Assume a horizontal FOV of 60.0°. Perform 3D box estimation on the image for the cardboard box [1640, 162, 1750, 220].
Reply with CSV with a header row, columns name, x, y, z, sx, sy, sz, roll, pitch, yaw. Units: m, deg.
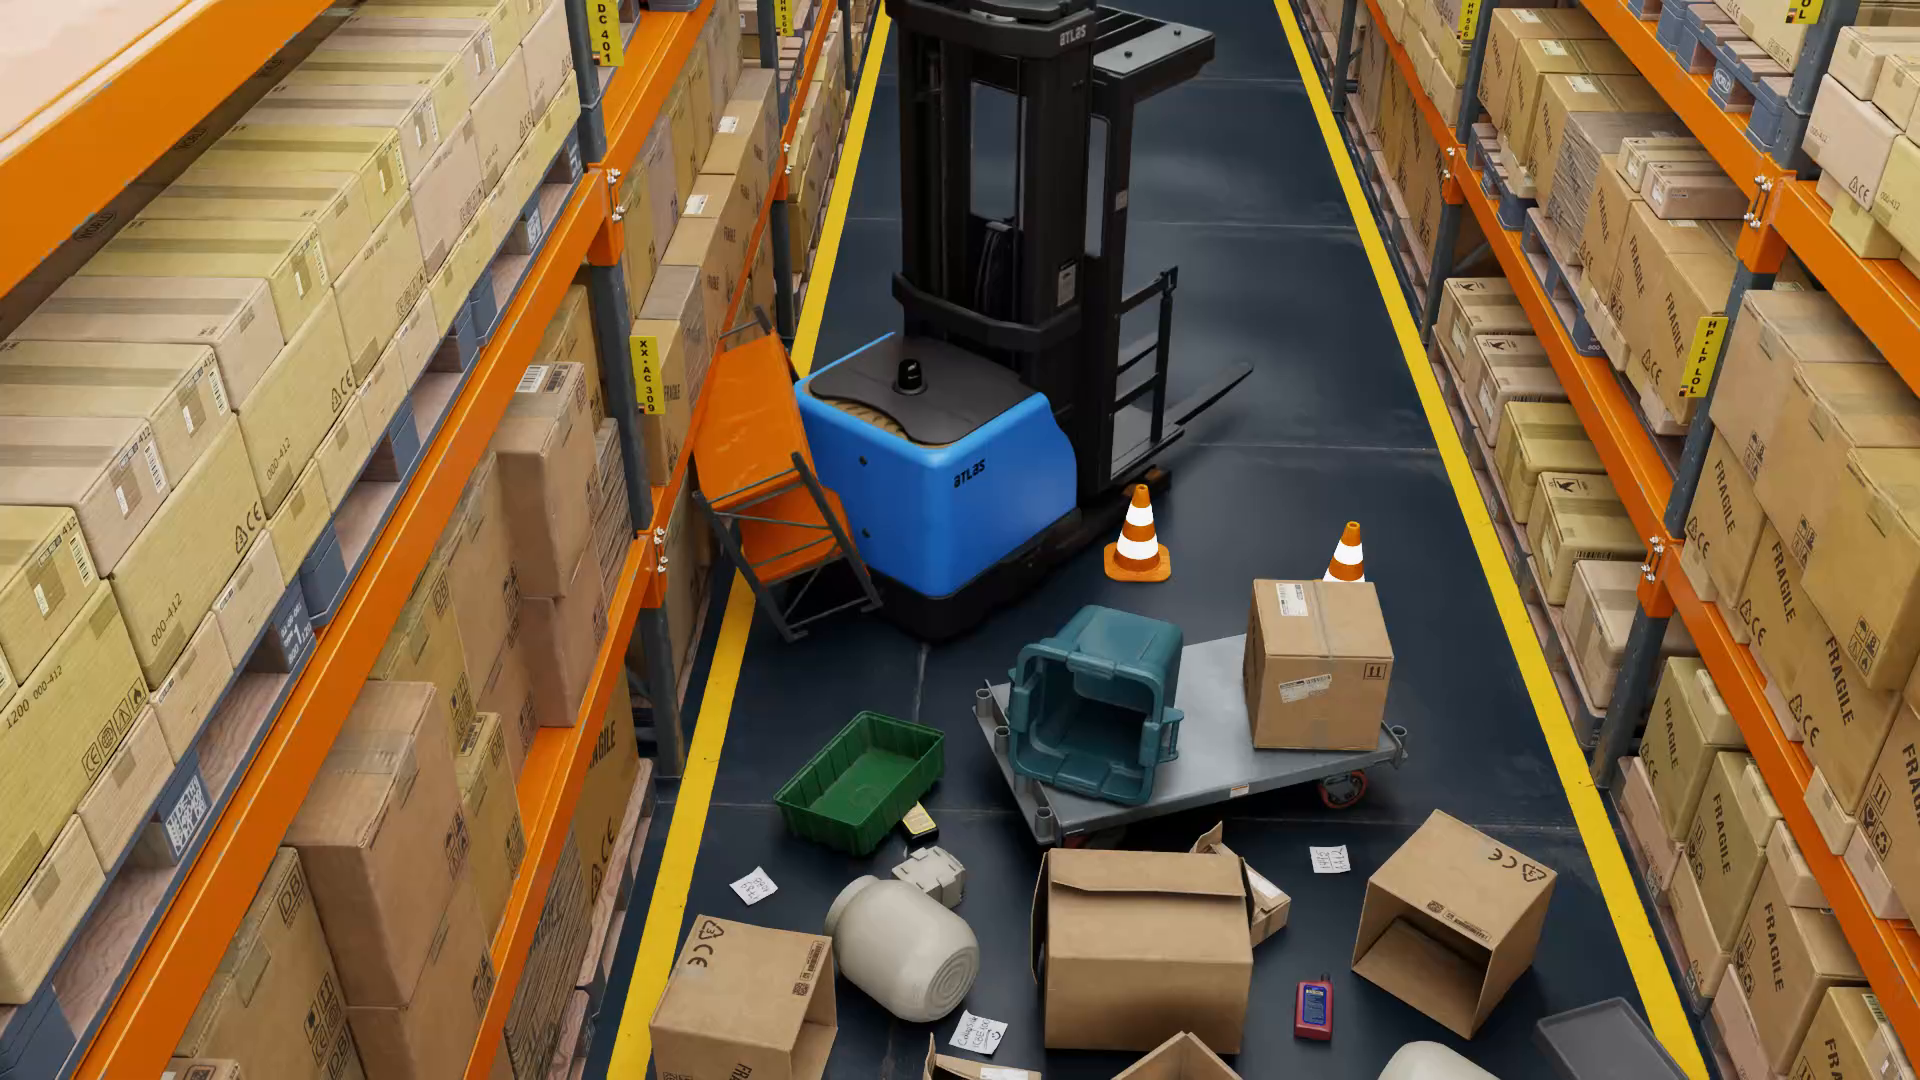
name,x,y,z,sx,sy,sz,roll,pitch,yaw
cardboard box,3.085,-3.055,8.316,0.402,1.117,4.483,0,35,1

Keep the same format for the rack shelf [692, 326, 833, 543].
name,x,y,z,sx,sy,sz,roll,pitch,yaw
rack shelf,-0.965,-0.483,7.679,0.538,0.278,1.000,-21,49,3

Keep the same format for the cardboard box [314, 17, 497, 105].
name,x,y,z,sx,sy,sz,roll,pitch,yaw
cardboard box,-1.434,-1.244,4.322,0.380,0.149,0.250,2,35,3

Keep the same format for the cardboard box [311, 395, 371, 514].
name,x,y,z,sx,sy,sz,roll,pitch,yaw
cardboard box,-1.482,-0.185,3.508,0.380,0.149,0.250,1,35,2

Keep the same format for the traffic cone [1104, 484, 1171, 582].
name,x,y,z,sx,sy,sz,roll,pitch,yaw
traffic cone,0.907,-0.072,8.396,0.336,0.463,0.334,1,35,2

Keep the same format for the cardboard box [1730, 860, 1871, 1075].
name,x,y,z,sx,sy,sz,roll,pitch,yaw
cardboard box,2.918,1.409,5.455,0.500,0.500,0.500,3,35,4

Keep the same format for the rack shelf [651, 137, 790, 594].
name,x,y,z,sx,sy,sz,roll,pitch,yaw
rack shelf,-1.626,-1.086,8.258,1.077,0.370,4.000,1,35,2

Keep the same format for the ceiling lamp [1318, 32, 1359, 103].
name,x,y,z,sx,sy,sz,roll,pitch,yaw
ceiling lamp,3.674,-4.066,14.297,1.003,0.211,1.213,1,35,2

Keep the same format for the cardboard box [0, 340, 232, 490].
name,x,y,z,sx,sy,sz,roll,pitch,yaw
cardboard box,-1.504,-0.217,2.861,0.380,0.149,0.250,2,35,2

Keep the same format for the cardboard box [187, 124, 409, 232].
name,x,y,z,sx,sy,sz,roll,pitch,yaw
cardboard box,-1.463,-0.805,3.696,0.380,0.149,0.250,2,35,2

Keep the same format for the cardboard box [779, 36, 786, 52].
name,x,y,z,sx,sy,sz,roll,pitch,yaw
cardboard box,-1.305,-3.160,10.437,0.380,0.149,0.250,3,35,4

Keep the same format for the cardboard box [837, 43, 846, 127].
name,x,y,z,sx,sy,sz,roll,pitch,yaw
cardboard box,-1.163,-3.546,12.941,0.500,0.500,0.500,1,35,1

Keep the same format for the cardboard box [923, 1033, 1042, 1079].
name,x,y,z,sx,sy,sz,roll,pitch,yaw
cardboard box,0.065,1.917,5.737,0.396,0.266,0.258,7,36,10

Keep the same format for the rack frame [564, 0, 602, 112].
name,x,y,z,sx,sy,sz,roll,pitch,yaw
rack frame,-1.706,-2.686,4.691,1.000,3.000,0.127,1,35,2

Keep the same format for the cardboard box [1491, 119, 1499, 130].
name,x,y,z,sx,sy,sz,roll,pitch,yaw
cardboard box,3.206,-2.360,9.298,0.380,0.149,0.250,-1,35,-1

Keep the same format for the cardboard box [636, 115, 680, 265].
name,x,y,z,sx,sy,sz,roll,pitch,yaw
cardboard box,-1.653,-1.553,7.340,0.700,0.500,0.500,2,35,2

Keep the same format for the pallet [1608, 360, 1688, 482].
name,x,y,z,sx,sy,sz,roll,pitch,yaw
pallet,3.420,-0.533,7.012,1.003,0.211,1.213,1,35,2

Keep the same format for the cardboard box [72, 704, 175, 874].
name,x,y,z,sx,sy,sz,roll,pitch,yaw
cardboard box,-1.523,0.393,2.685,0.380,0.149,0.250,2,35,2

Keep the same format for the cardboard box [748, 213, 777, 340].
name,x,y,z,sx,sy,sz,roll,pitch,yaw
cardboard box,-1.660,-1.433,9.718,1.050,0.750,0.750,1,35,1

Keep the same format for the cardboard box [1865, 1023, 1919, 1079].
name,x,y,z,sx,sy,sz,roll,pitch,yaw
cardboard box,2.832,1.059,4.225,0.700,1.489,0.542,1,35,1

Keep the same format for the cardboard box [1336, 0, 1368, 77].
name,x,y,z,sx,sy,sz,roll,pitch,yaw
cardboard box,3.698,-4.253,14.002,0.875,0.438,0.875,1,35,1

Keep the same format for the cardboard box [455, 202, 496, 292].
name,x,y,z,sx,sy,sz,roll,pitch,yaw
cardboard box,-1.442,-0.769,4.338,0.380,0.149,0.250,2,35,3

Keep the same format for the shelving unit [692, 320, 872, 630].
name,x,y,z,sx,sy,sz,roll,pitch,yaw
shelving unit,-0.882,-0.307,7.898,0.538,0.981,1.030,-21,49,3

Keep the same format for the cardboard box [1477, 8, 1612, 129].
name,x,y,z,sx,sy,sz,roll,pitch,yaw
cardboard box,3.155,-2.555,9.011,0.500,0.500,0.500,0,35,1

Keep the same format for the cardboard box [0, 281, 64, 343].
name,x,y,z,sx,sy,sz,roll,pitch,yaw
cardboard box,-2.084,-0.297,3.321,0.500,0.250,0.500,1,35,2

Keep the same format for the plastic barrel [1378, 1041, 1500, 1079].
name,x,y,z,sx,sy,sz,roll,pitch,yaw
plastic barrel,1.653,1.955,5.546,0.512,0.421,0.421,28,44,33

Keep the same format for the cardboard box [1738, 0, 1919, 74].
name,x,y,z,sx,sy,sz,roll,pitch,yaw
cardboard box,3.123,-1.852,5.879,0.500,0.250,0.500,1,35,1

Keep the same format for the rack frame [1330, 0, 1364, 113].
name,x,y,z,sx,sy,sz,roll,pitch,yaw
rack frame,3.565,-4.772,12.876,1.000,3.000,0.127,1,35,2

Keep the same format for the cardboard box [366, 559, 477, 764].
name,x,y,z,sx,sy,sz,roll,pitch,yaw
cardboard box,-1.834,0.407,4.438,0.875,0.550,0.500,1,35,2

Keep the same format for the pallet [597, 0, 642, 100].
name,x,y,z,sx,sy,sz,roll,pitch,yaw
pallet,-1.719,-1.908,6.360,0.805,0.209,1.217,0,35,0

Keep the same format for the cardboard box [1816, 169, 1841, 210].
name,x,y,z,sx,sy,sz,roll,pitch,yaw
cardboard box,3.177,-0.379,4.236,0.858,0.149,2.833,1,35,2

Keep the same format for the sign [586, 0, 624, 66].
name,x,y,z,sx,sy,sz,roll,pitch,yaw
sign,-1.152,-1.691,5.366,0.100,0.325,0.005,1,35,2

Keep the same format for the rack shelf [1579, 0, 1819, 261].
name,x,y,z,sx,sy,sz,roll,pitch,yaw
rack shelf,3.324,-2.257,7.316,1.077,0.370,4.000,1,35,2

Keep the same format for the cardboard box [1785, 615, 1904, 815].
name,x,y,z,sx,sy,sz,roll,pitch,yaw
cardboard box,2.918,0.486,5.050,0.500,0.500,0.500,1,35,1

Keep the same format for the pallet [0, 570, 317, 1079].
name,x,y,z,sx,sy,sz,roll,pitch,yaw
pallet,-1.848,0.449,2.916,1.003,0.211,1.213,1,35,2

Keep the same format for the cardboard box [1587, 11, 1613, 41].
name,x,y,z,sx,sy,sz,roll,pitch,yaw
cardboard box,3.664,-2.540,8.991,0.500,0.500,0.500,0,35,1

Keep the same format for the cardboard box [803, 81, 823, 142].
name,x,y,z,sx,sy,sz,roll,pitch,yaw
cardboard box,-1.223,-2.952,11.443,0.500,0.250,0.500,2,35,2

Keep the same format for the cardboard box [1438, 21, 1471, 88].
name,x,y,z,sx,sy,sz,roll,pitch,yaw
cardboard box,3.457,-3.384,10.816,0.999,0.500,2.557,1,35,2

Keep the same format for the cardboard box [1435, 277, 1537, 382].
name,x,y,z,sx,sy,sz,roll,pitch,yaw
cardboard box,3.372,-1.246,9.780,0.950,0.372,0.625,-1,35,-1

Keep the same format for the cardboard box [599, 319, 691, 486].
name,x,y,z,sx,sy,sz,roll,pitch,yaw
cardboard box,-1.416,-0.568,6.809,0.500,0.500,0.500,2,35,2

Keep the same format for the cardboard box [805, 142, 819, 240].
name,x,y,z,sx,sy,sz,roll,pitch,yaw
cardboard box,-1.246,-2.368,11.265,0.500,0.500,0.500,2,35,2

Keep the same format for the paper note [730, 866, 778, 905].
name,x,y,z,sx,sy,sz,roll,pitch,yaw
paper note,-0.828,1.390,6.691,0.147,0.020,0.142,-24,42,-30

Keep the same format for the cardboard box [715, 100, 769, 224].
name,x,y,z,sx,sy,sz,roll,pitch,yaw
cardboard box,-1.317,-2.019,8.873,0.500,0.500,0.500,1,35,2

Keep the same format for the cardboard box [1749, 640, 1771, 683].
name,x,y,z,sx,sy,sz,roll,pitch,yaw
cardboard box,2.972,0.401,5.735,0.380,0.149,0.250,1,35,2

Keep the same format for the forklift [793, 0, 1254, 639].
name,x,y,z,sx,sy,sz,roll,pitch,yaw
forklift,0.491,-1.466,8.309,1.129,2.843,3.031,26,43,32

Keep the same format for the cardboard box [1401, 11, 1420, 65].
name,x,y,z,sx,sy,sz,roll,pitch,yaw
cardboard box,3.207,-3.291,10.901,0.500,0.250,0.500,1,35,1

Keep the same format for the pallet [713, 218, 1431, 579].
name,x,y,z,sx,sy,sz,roll,pitch,yaw
pallet,0.904,-1.011,9.951,6.107,0.211,4.108,1,35,2

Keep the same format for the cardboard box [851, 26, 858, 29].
name,x,y,z,sx,sy,sz,roll,pitch,yaw
cardboard box,-1.080,-4.332,14.365,0.380,0.149,0.250,1,35,2

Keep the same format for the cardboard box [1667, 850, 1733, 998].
name,x,y,z,sx,sy,sz,roll,pitch,yaw
cardboard box,2.940,1.418,6.096,0.500,0.250,0.500,3,35,5

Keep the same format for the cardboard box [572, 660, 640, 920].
name,x,y,z,sx,sy,sz,roll,pitch,yaw
cardboard box,-1.801,0.826,6.395,0.875,0.875,0.875,2,35,3

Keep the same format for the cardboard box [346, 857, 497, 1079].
name,x,y,z,sx,sy,sz,roll,pitch,yaw
cardboard box,-1.749,1.156,4.312,0.875,0.550,0.550,1,35,2

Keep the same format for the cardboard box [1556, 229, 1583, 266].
name,x,y,z,sx,sy,sz,roll,pitch,yaw
cardboard box,3.092,-1.433,7.979,0.380,0.149,0.250,2,35,3

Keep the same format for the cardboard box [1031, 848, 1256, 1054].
name,x,y,z,sx,sy,sz,roll,pitch,yaw
cardboard box,0.653,1.484,6.029,0.797,0.637,0.503,1,35,2
